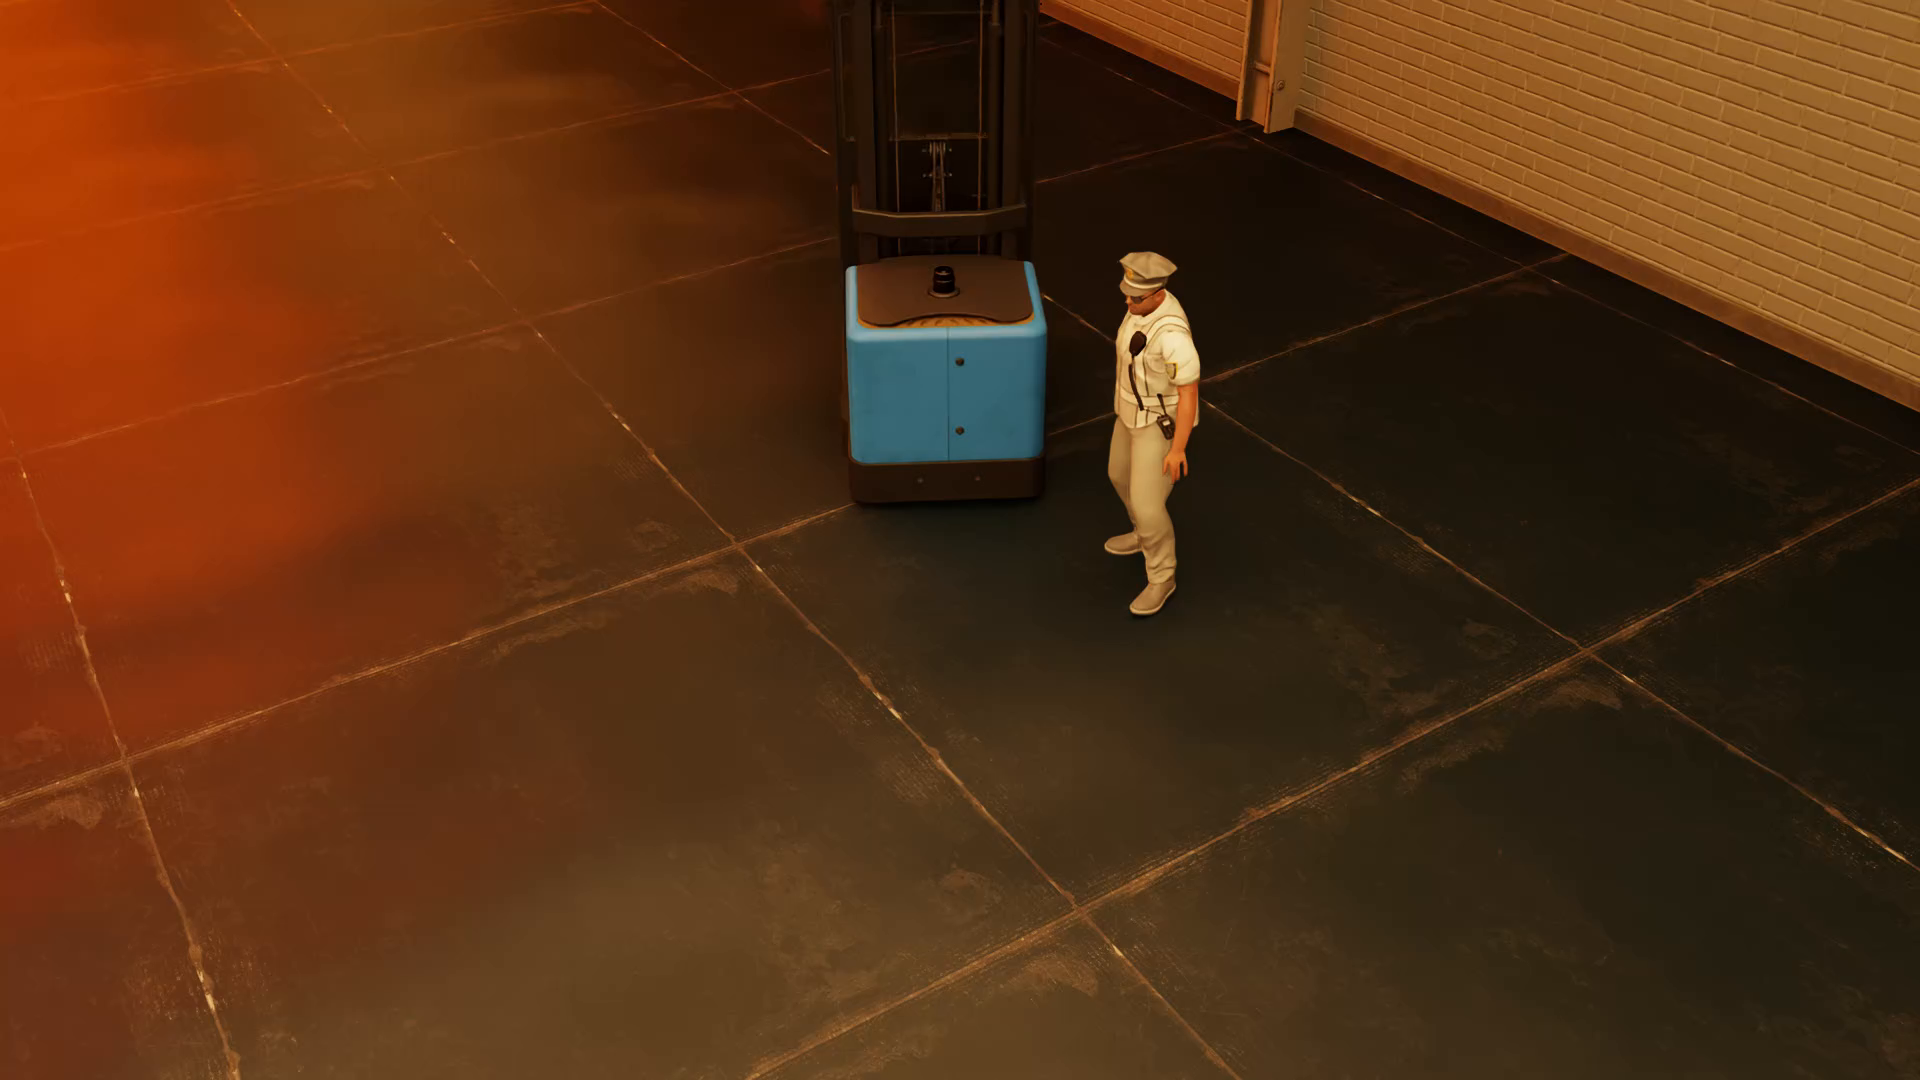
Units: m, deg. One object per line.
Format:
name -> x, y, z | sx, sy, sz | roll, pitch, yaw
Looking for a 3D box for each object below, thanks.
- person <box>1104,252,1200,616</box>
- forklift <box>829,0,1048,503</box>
person -> 0.932, -0.579, 8.030 | 0.420, 1.723, 0.851 | -10, 36, -13
forklift -> -0.151, -2.221, 9.309 | 1.130, 2.935, 3.031 | -2, 35, -3
